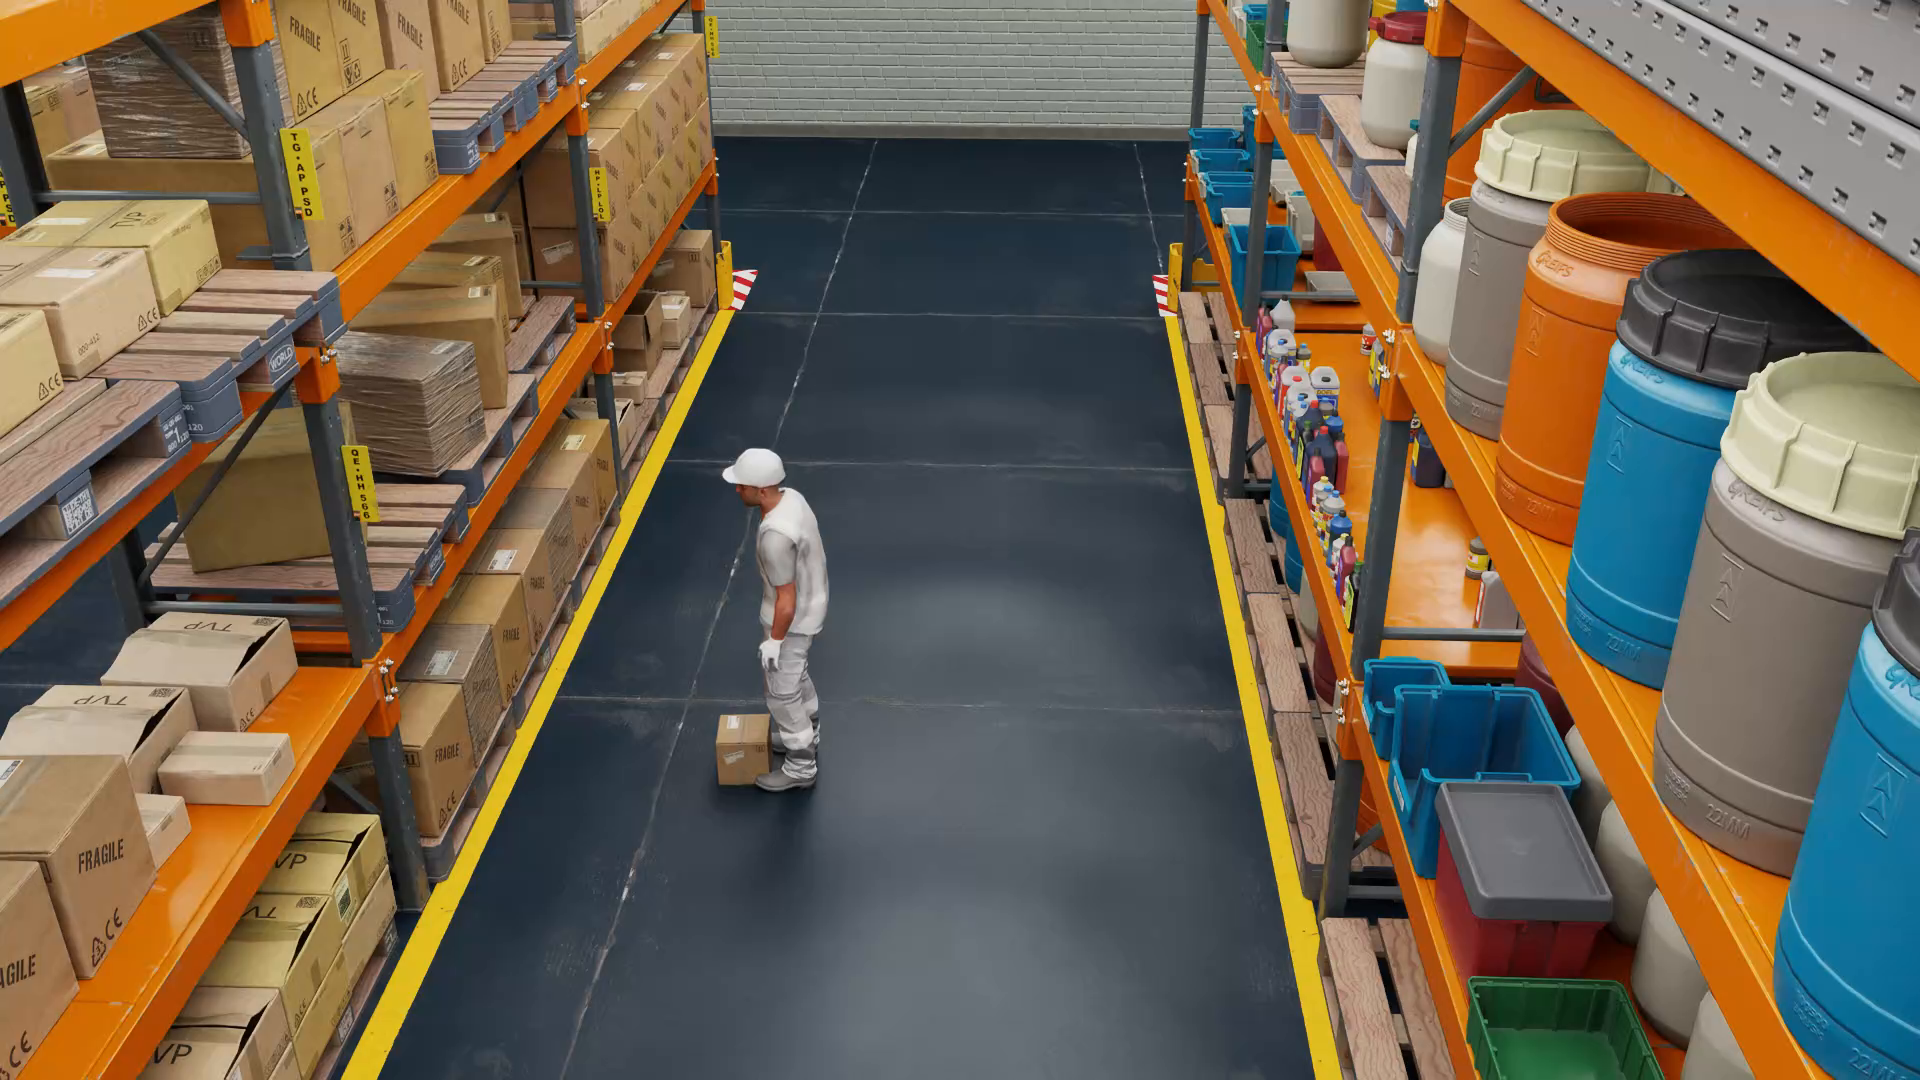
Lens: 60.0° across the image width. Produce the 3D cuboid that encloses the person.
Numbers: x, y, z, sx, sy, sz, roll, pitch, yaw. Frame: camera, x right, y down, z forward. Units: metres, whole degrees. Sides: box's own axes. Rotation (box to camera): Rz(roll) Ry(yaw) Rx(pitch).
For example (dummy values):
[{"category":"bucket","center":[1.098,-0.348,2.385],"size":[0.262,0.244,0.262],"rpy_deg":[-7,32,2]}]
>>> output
[{"category":"person","center":[-0.847,0.371,7.902],"size":[0.455,1.776,0.612],"rpy_deg":[1,28,1]}]
